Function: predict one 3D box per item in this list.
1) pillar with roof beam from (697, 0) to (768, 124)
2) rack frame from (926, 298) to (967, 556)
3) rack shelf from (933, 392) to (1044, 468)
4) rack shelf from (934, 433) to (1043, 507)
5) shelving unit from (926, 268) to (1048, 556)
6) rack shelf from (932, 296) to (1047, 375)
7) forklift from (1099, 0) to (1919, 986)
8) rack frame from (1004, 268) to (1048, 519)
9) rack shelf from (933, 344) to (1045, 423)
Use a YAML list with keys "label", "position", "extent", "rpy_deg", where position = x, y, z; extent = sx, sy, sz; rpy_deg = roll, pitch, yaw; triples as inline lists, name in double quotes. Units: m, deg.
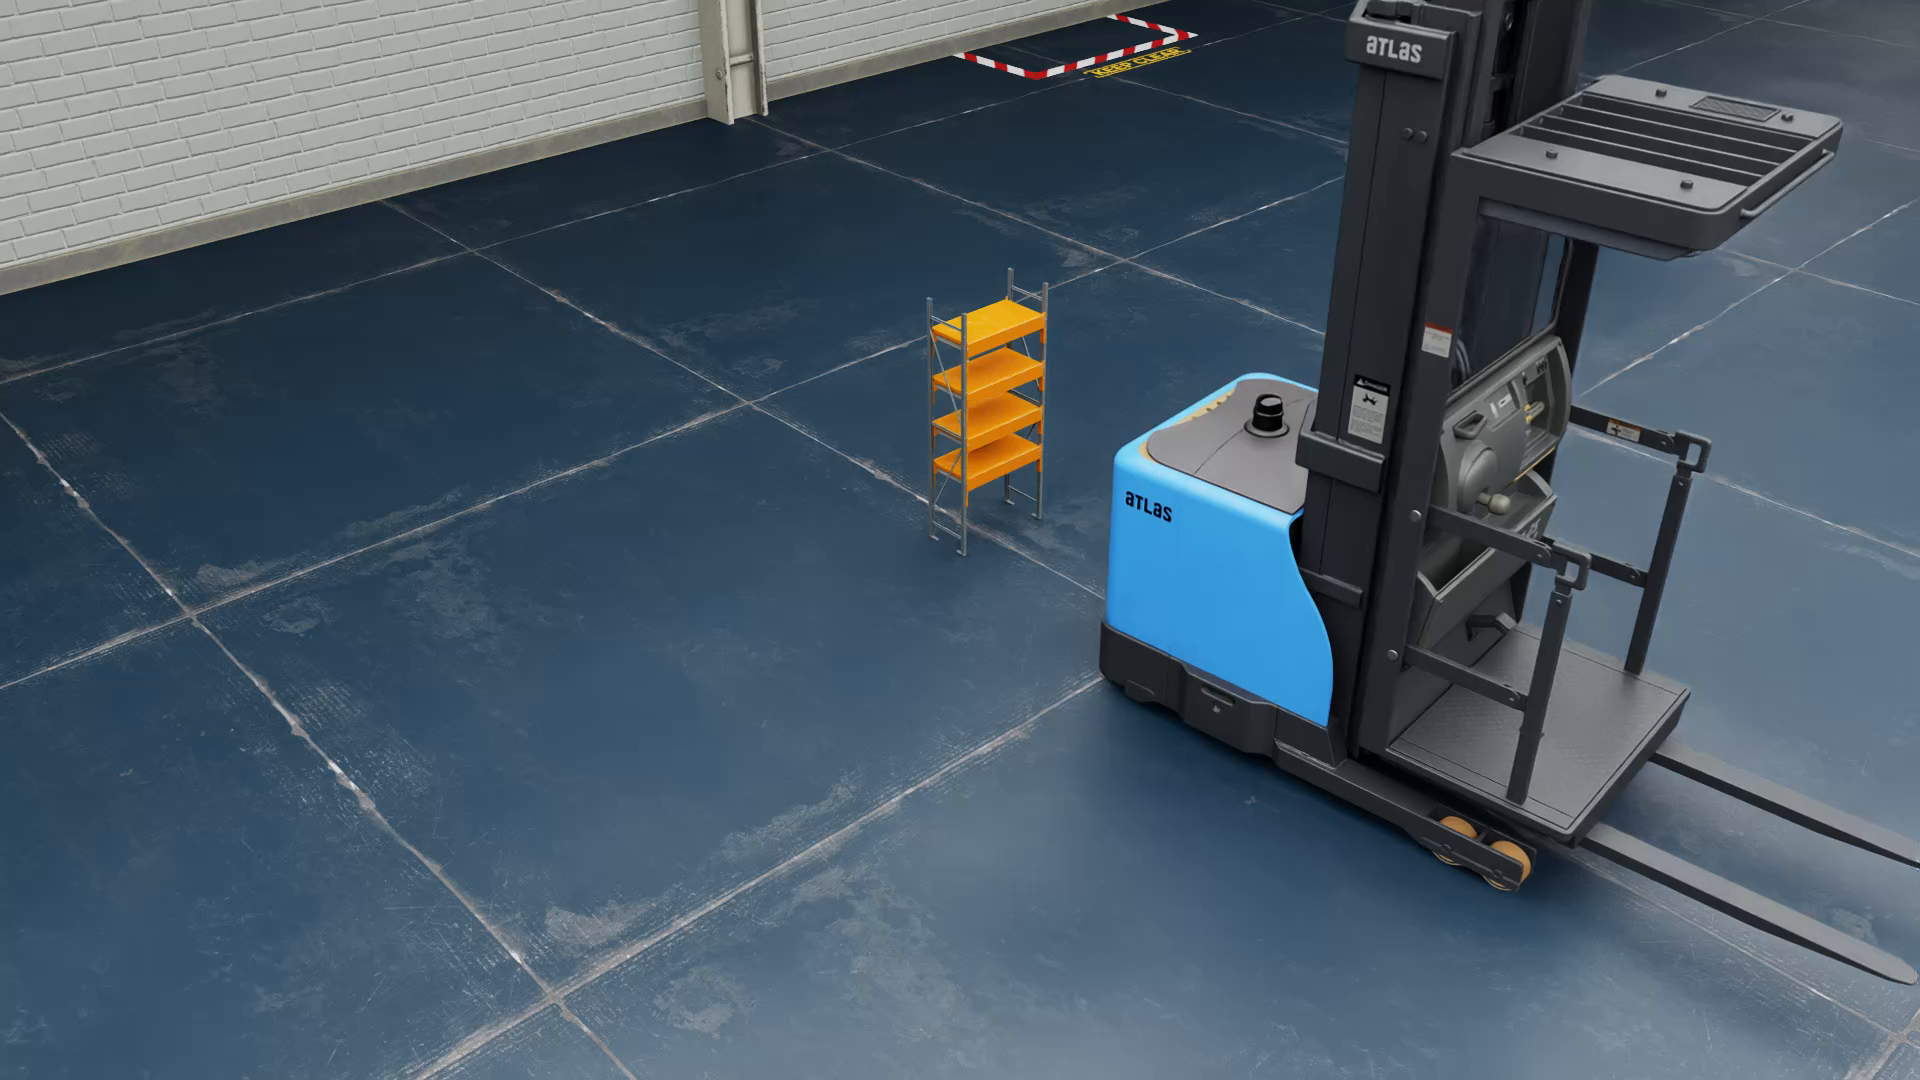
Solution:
- label: "pillar with roof beam"
  position: [1.146, -5.595, 8.273]
  extent: [0.400, 9.000, 9.100]
  rpy_deg: [-26, 40, -35]
- label: "rack frame"
  position: [-0.058, -0.484, 7.391]
  extent: [0.015, 1.200, 0.240]
  rpy_deg: [-26, 40, -35]
- label: "rack shelf"
  position: [0.121, -0.513, 7.568]
  extent: [0.480, 0.148, 0.258]
  rpy_deg: [-26, 40, -35]
- label: "rack shelf"
  position: [0.121, -0.344, 7.672]
  extent: [0.480, 0.148, 0.258]
  rpy_deg: [-26, 40, -35]
- label: "shelving unit"
  position: [0.121, -0.571, 7.533]
  extent: [0.503, 1.200, 0.258]
  rpy_deg: [-26, 40, -35]
- label: "rack shelf"
  position: [0.121, -0.906, 7.328]
  extent: [0.480, 0.148, 0.258]
  rpy_deg: [-26, 40, -35]
- label: "forklift"
  position: [2.005, -0.349, 5.511]
  extent: [3.031, 2.935, 1.130]
  rpy_deg: [25, 39, 34]
- label: "rack frame"
  position: [0.300, -0.657, 7.675]
  extent: [0.015, 1.200, 0.240]
  rpy_deg: [-26, 40, -35]
- label: "rack shelf"
  position: [0.121, -0.704, 7.451]
  extent: [0.480, 0.148, 0.258]
  rpy_deg: [-26, 40, -35]
